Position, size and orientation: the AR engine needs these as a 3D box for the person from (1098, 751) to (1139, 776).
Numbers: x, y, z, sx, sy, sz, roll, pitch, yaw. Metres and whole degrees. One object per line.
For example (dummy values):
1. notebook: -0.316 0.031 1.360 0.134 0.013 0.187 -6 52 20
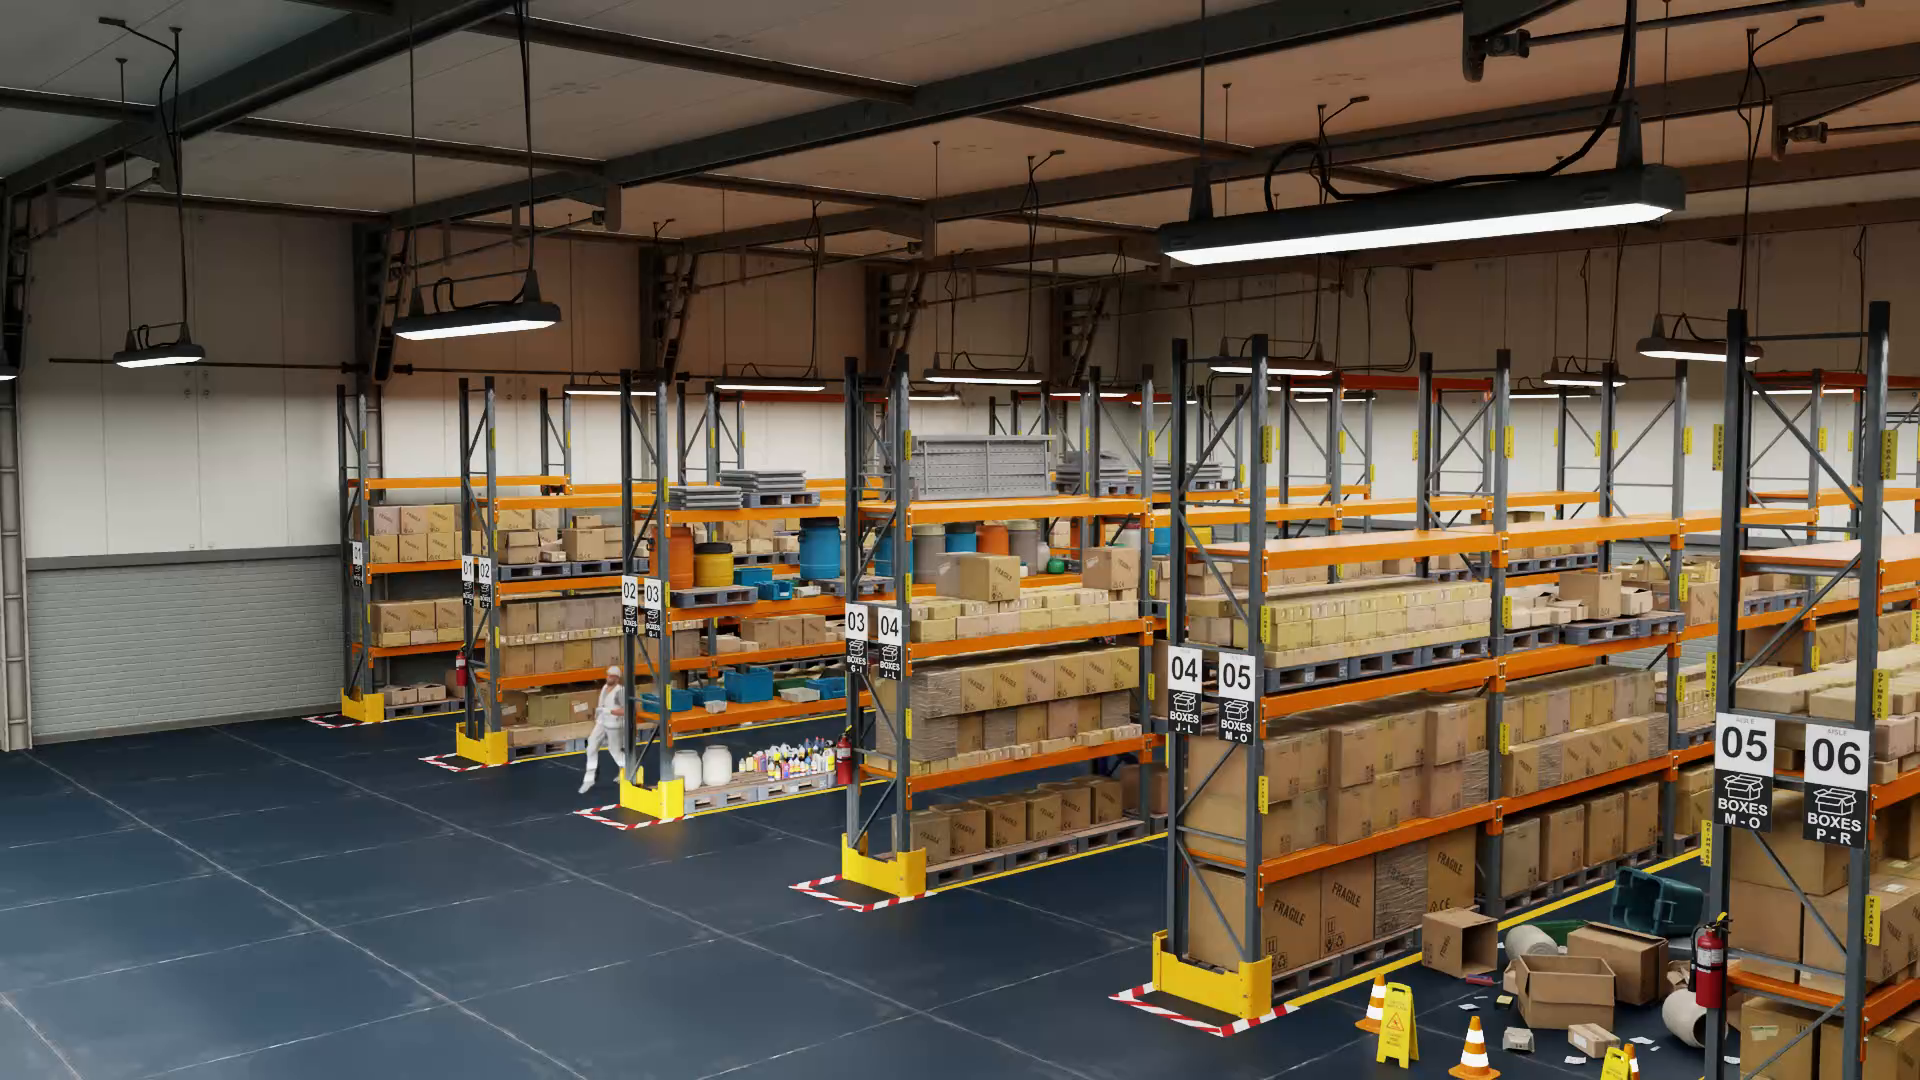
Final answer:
1. person: 2.255 2.790 24.223 0.615 1.538 0.918 4 5 44

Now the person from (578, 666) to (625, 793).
1. person: -5.018 2.706 23.945 0.690 1.809 0.898 2 4 30

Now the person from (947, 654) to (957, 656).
1. person: -0.181 2.398 29.335 0.541 1.749 0.732 3 5 37
